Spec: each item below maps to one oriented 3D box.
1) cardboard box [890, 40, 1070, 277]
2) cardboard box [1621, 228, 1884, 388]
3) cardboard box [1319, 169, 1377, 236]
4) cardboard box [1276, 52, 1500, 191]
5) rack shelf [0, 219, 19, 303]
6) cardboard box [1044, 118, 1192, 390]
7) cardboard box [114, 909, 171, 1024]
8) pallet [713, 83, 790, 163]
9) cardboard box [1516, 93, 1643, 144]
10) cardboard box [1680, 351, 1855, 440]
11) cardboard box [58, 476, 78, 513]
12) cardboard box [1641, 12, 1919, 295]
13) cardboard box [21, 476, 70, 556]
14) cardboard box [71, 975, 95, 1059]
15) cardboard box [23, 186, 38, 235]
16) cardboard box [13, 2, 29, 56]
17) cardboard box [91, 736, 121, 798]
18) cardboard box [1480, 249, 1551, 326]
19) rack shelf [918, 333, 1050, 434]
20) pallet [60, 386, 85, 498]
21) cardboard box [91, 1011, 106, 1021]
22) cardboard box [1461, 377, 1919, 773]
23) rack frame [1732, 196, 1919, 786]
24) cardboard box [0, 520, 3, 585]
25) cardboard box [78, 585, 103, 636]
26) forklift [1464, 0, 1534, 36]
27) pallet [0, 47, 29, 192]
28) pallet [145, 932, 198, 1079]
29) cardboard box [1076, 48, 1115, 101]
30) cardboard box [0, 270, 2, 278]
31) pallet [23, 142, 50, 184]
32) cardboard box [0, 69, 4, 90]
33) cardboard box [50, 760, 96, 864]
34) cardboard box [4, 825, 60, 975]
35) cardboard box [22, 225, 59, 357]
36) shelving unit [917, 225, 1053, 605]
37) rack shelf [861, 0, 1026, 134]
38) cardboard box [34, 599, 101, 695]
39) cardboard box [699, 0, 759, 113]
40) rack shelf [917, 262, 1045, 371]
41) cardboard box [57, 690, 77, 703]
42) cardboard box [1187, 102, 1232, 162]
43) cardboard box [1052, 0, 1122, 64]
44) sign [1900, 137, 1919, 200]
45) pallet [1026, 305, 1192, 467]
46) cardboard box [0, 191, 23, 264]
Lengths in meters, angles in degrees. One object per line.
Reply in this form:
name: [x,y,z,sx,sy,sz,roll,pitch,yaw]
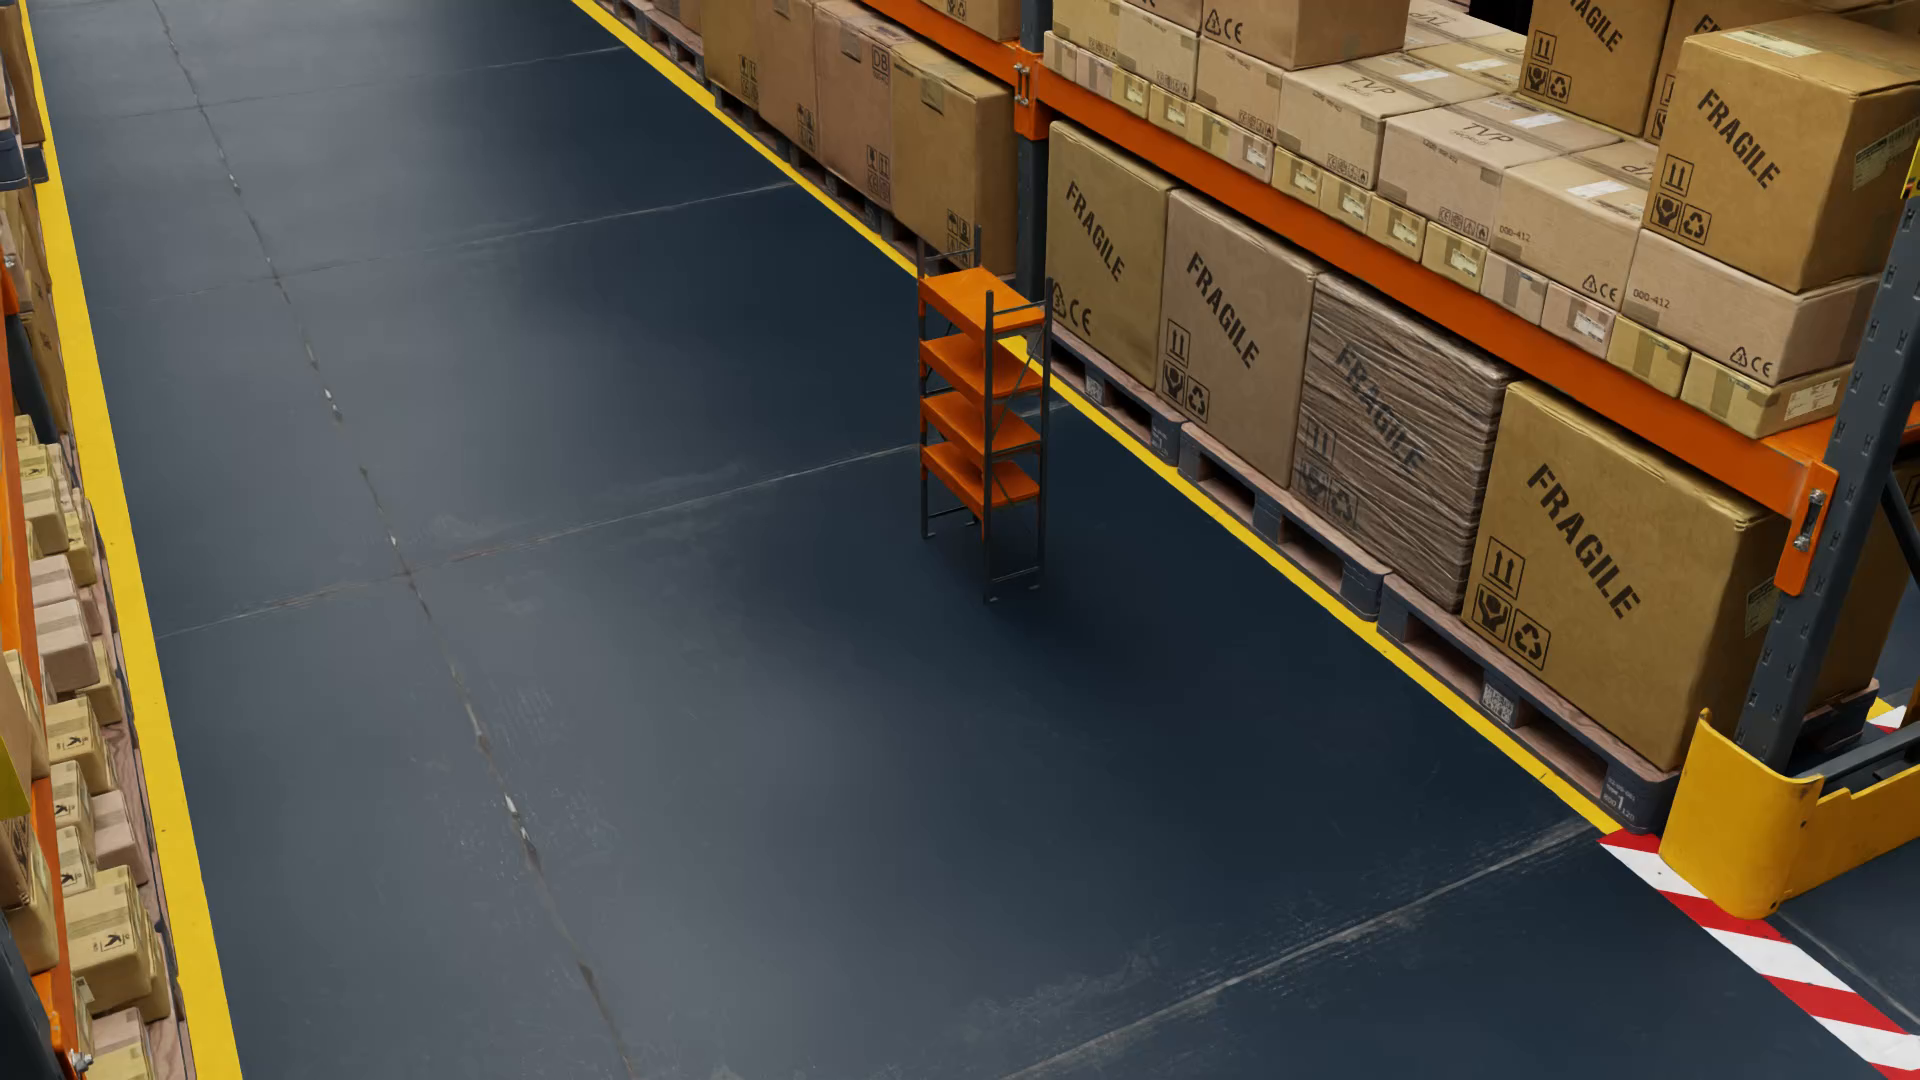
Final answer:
cardboard box: [0.409,-1.928,8.059,1.225,0.875,0.875,-16,36,-23]
cardboard box: [2.129,-0.663,4.368,0.500,0.250,0.500,-16,36,-24]
cardboard box: [1.420,-1.148,5.493,0.380,0.149,0.250,-15,36,-22]
cardboard box: [1.409,-1.396,5.511,0.500,0.250,0.500,-16,36,-23]
rack shelf: [-4.643,-1.798,6.942,1.077,0.370,4.000,-16,36,-23]
cardboard box: [0.962,-1.293,7.067,0.875,0.875,0.875,-16,36,-23]
cardboard box: [-2.145,1.085,4.029,0.380,0.149,0.250,-15,36,-23]
pallet: [-0.839,-2.685,10.245,1.003,0.211,1.213,-16,36,-23]
cardboard box: [2.126,-1.283,5.335,0.500,0.250,0.500,-17,36,-25]
cardboard box: [2.132,-0.418,4.355,0.380,0.149,0.250,-15,36,-22]
cardboard box: [-3.145,-0.052,5.528,0.380,0.149,0.250,-18,37,-25]
cardboard box: [2.130,-0.981,4.169,0.500,0.500,0.500,-15,36,-23]
cardboard box: [-3.037,-0.040,5.234,0.380,0.149,0.250,-16,36,-24]
cardboard box: [-2.024,1.099,3.456,0.380,0.149,0.250,-15,36,-22]
cardboard box: [-4.798,-1.682,8.023,0.500,0.500,0.500,-14,35,-21]
cardboard box: [-6.625,-3.459,10.564,1.050,0.750,0.750,-16,36,-23]
cardboard box: [-2.539,0.721,4.598,0.380,0.149,0.250,-16,36,-23]
cardboard box: [1.778,-0.782,4.922,0.380,0.149,0.250,-15,36,-22]
rack shelf: [0.077,-0.558,5.719,0.258,0.148,0.480,-16,36,-23]
pallet: [-4.074,-0.343,6.590,1.003,0.211,1.213,-16,36,-23]
cardboard box: [-2.132,1.107,3.719,0.380,0.149,0.250,-15,36,-23]
cardboard box: [2.221,-0.004,5.056,0.875,0.875,0.875,-16,36,-23]
rack frame: [2.590,-0.437,4.151,1.000,3.000,0.127,-16,36,-23]
cardboard box: [-2.299,-0.174,3.373,0.500,0.500,0.500,-15,36,-22]
cardboard box: [-2.998,0.234,5.358,0.380,0.149,0.250,-17,36,-25]
forklift: [3.008,-2.351,7.202,3.031,2.935,1.130,-20,38,-29]
pallet: [-3.938,-1.467,5.937,1.003,0.211,1.213,-16,36,-23]
pallet: [-2.228,1.504,3.707,1.003,0.211,1.213,-16,36,-23]
cardboard box: [0.691,-1.890,6.652,0.380,0.149,0.250,-17,36,-25]
cardboard box: [-3.153,-0.867,5.056,0.380,0.149,0.250,-17,36,-24]
pallet: [-5.876,-2.276,9.607,1.003,0.211,1.213,-16,36,-23]
cardboard box: [-3.621,-1.652,5.891,0.380,0.149,0.250,-15,36,-22]
cardboard box: [-2.338,0.714,4.057,0.380,0.149,0.250,-14,35,-21]
cardboard box: [-1.706,0.631,2.717,0.380,0.149,0.250,-16,36,-23]
cardboard box: [-4.068,-0.942,6.868,0.500,0.500,0.500,-14,35,-21]
shelving unit: [0.077,-0.426,5.803,0.258,1.200,0.503,-16,36,-23]
rack shelf: [-0.208,-2.997,8.814,1.077,0.370,4.000,-16,36,-23]
cardboard box: [-2.641,0.335,4.648,0.380,0.149,0.250,-17,36,-25]
cardboard box: [-0.837,-3.202,10.048,1.225,0.875,0.875,-18,37,-25]
rack shelf: [0.077,-0.757,5.591,0.258,0.148,0.480,-16,36,-23]
cardboard box: [-2.731,0.466,4.720,0.380,0.149,0.250,-18,37,-25]
cardboard box: [1.058,-1.517,6.070,0.380,0.149,0.250,-16,36,-24]
cardboard box: [0.712,-2.118,6.638,0.500,0.250,0.500,-17,36,-24]
sign: [2.103,-0.894,3.572,0.100,0.325,0.005,-16,36,-23]
pallet: [1.010,-0.789,7.286,1.003,0.211,1.213,-16,36,-23]
cardboard box: [-4.071,-1.259,6.667,0.500,0.250,0.500,-15,36,-22]
